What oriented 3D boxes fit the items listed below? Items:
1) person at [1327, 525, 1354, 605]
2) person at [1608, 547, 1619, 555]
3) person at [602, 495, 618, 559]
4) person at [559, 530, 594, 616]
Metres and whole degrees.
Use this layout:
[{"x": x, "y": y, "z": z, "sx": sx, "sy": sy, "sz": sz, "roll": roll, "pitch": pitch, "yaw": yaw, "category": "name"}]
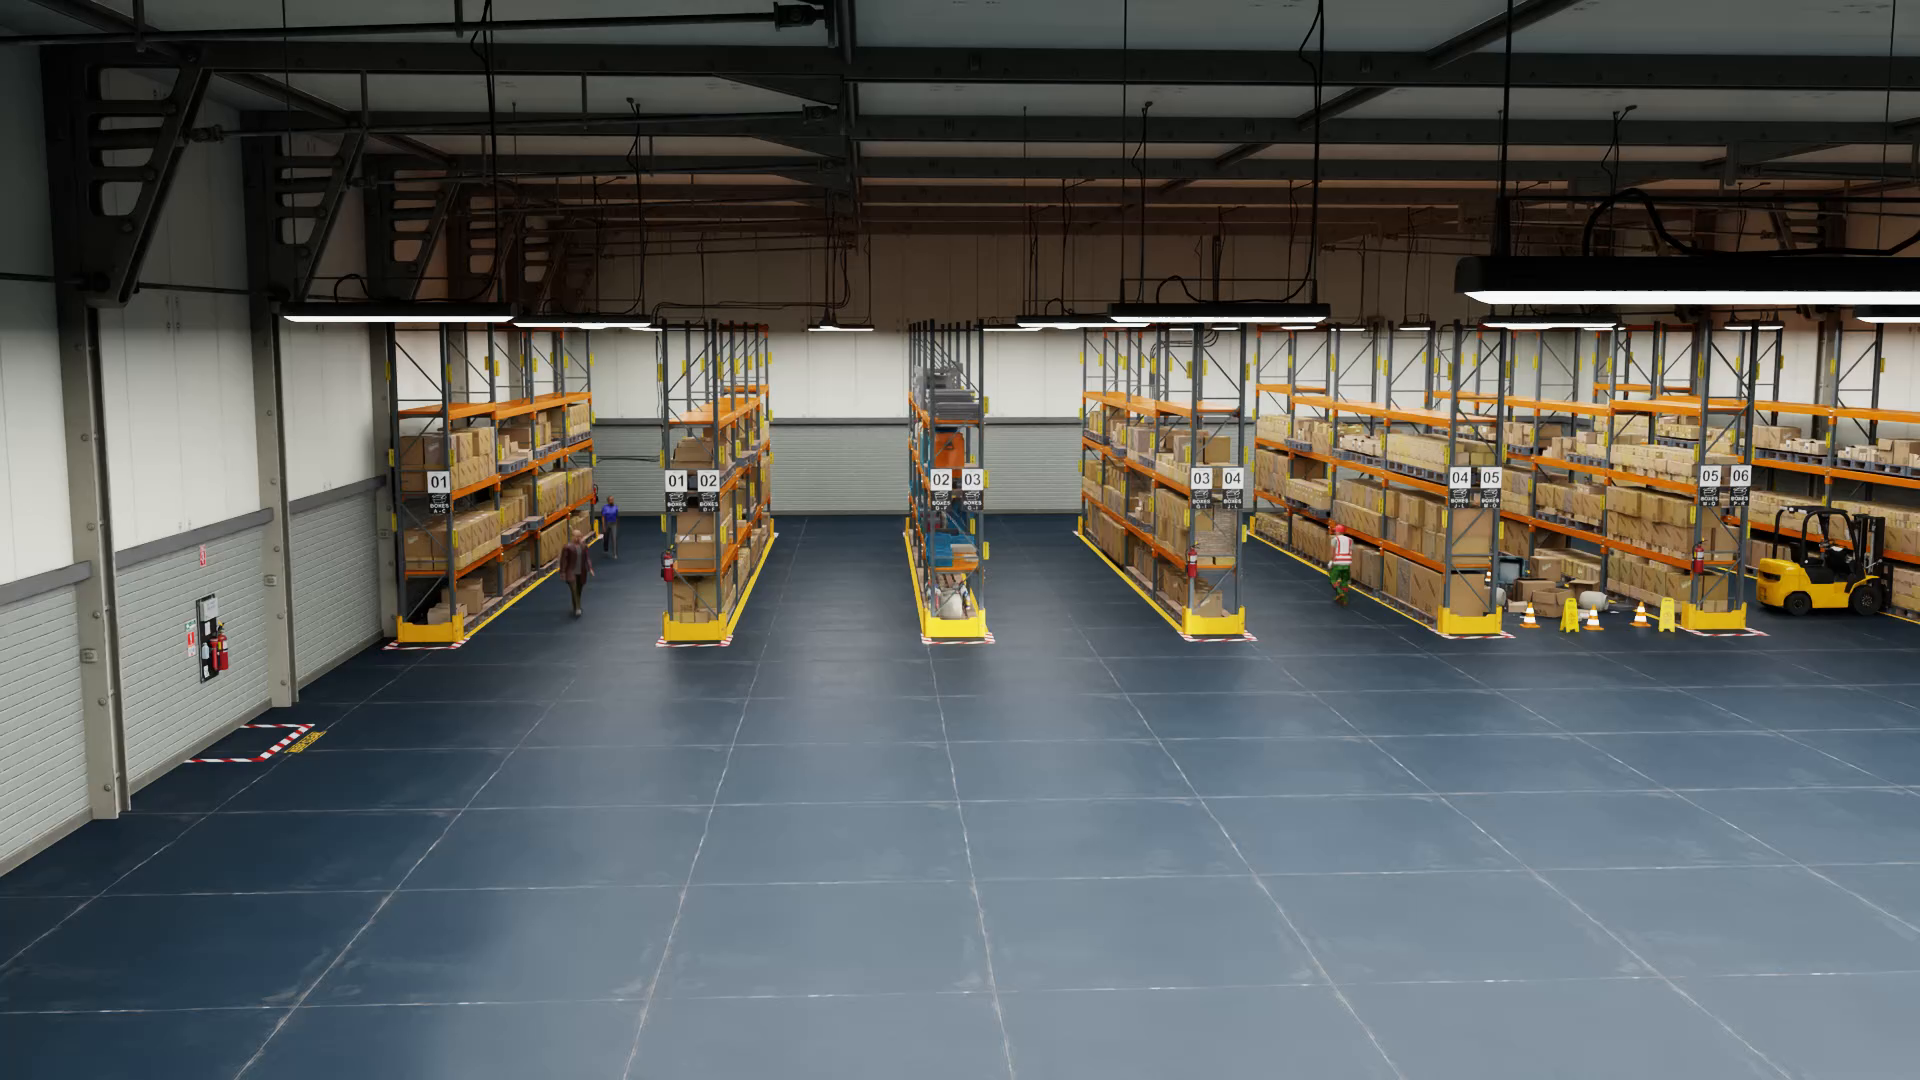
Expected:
[{"x": 8.134, "y": 0.524, "z": 35.484, "sx": 0.624, "sy": 1.672, "sz": 0.762, "roll": -1, "pitch": 7, "yaw": -5, "category": "person"}, {"x": 16.901, "y": -0.454, "z": 43.026, "sx": 0.570, "sy": 1.784, "sz": 0.430, "roll": -4, "pitch": 8, "yaw": -32, "category": "person"}, {"x": -8.946, "y": -0.346, "z": 42.524, "sx": 0.422, "sy": 1.606, "sz": 0.984, "roll": -2, "pitch": 7, "yaw": -13, "category": "person"}, {"x": -7.853, "y": 0.645, "z": 34.051, "sx": 0.671, "sy": 1.712, "sz": 1.204, "roll": -4, "pitch": 8, "yaw": -28, "category": "person"}]
